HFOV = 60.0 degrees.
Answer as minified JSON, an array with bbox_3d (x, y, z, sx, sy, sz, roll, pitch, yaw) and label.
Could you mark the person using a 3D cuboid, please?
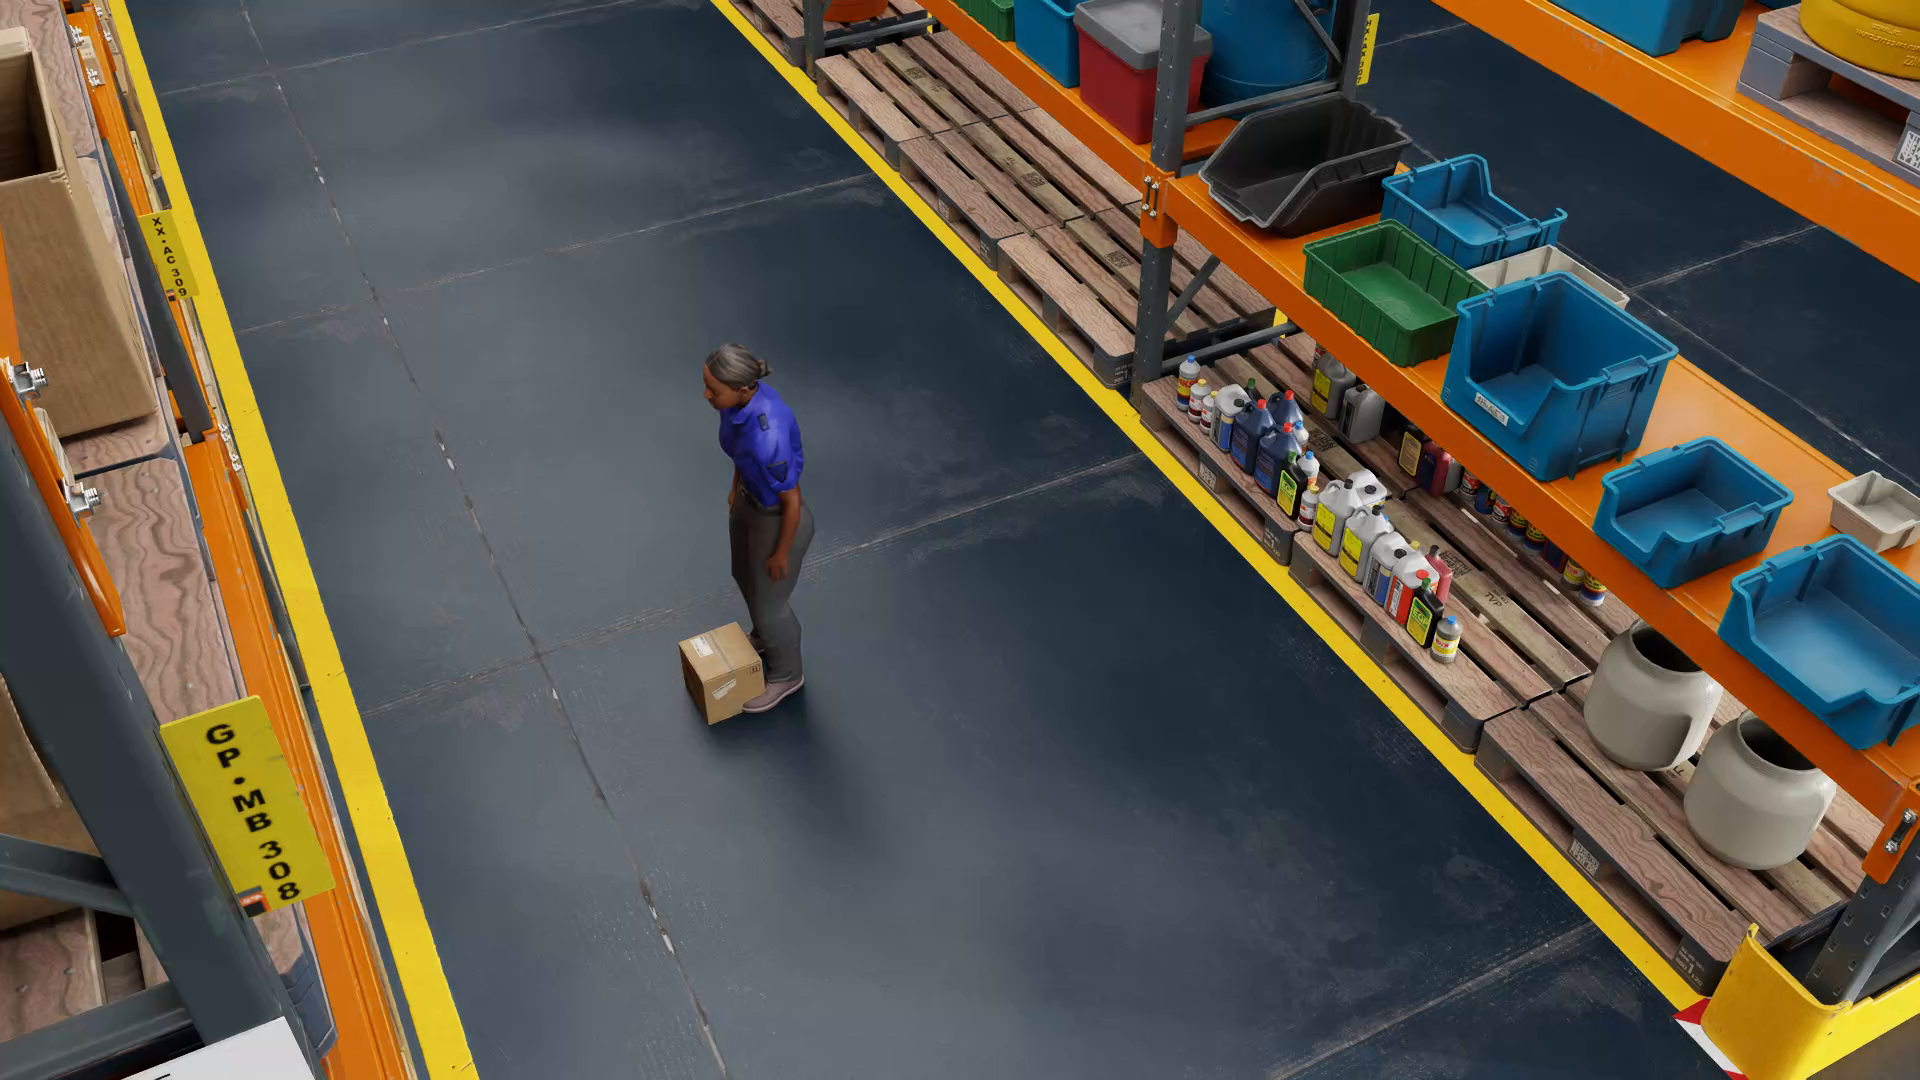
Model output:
[{"bbox_3d":[-0.763,-0.069,6.241,0.395,1.654,0.503,-19,45,-20],"label":"person"}]
